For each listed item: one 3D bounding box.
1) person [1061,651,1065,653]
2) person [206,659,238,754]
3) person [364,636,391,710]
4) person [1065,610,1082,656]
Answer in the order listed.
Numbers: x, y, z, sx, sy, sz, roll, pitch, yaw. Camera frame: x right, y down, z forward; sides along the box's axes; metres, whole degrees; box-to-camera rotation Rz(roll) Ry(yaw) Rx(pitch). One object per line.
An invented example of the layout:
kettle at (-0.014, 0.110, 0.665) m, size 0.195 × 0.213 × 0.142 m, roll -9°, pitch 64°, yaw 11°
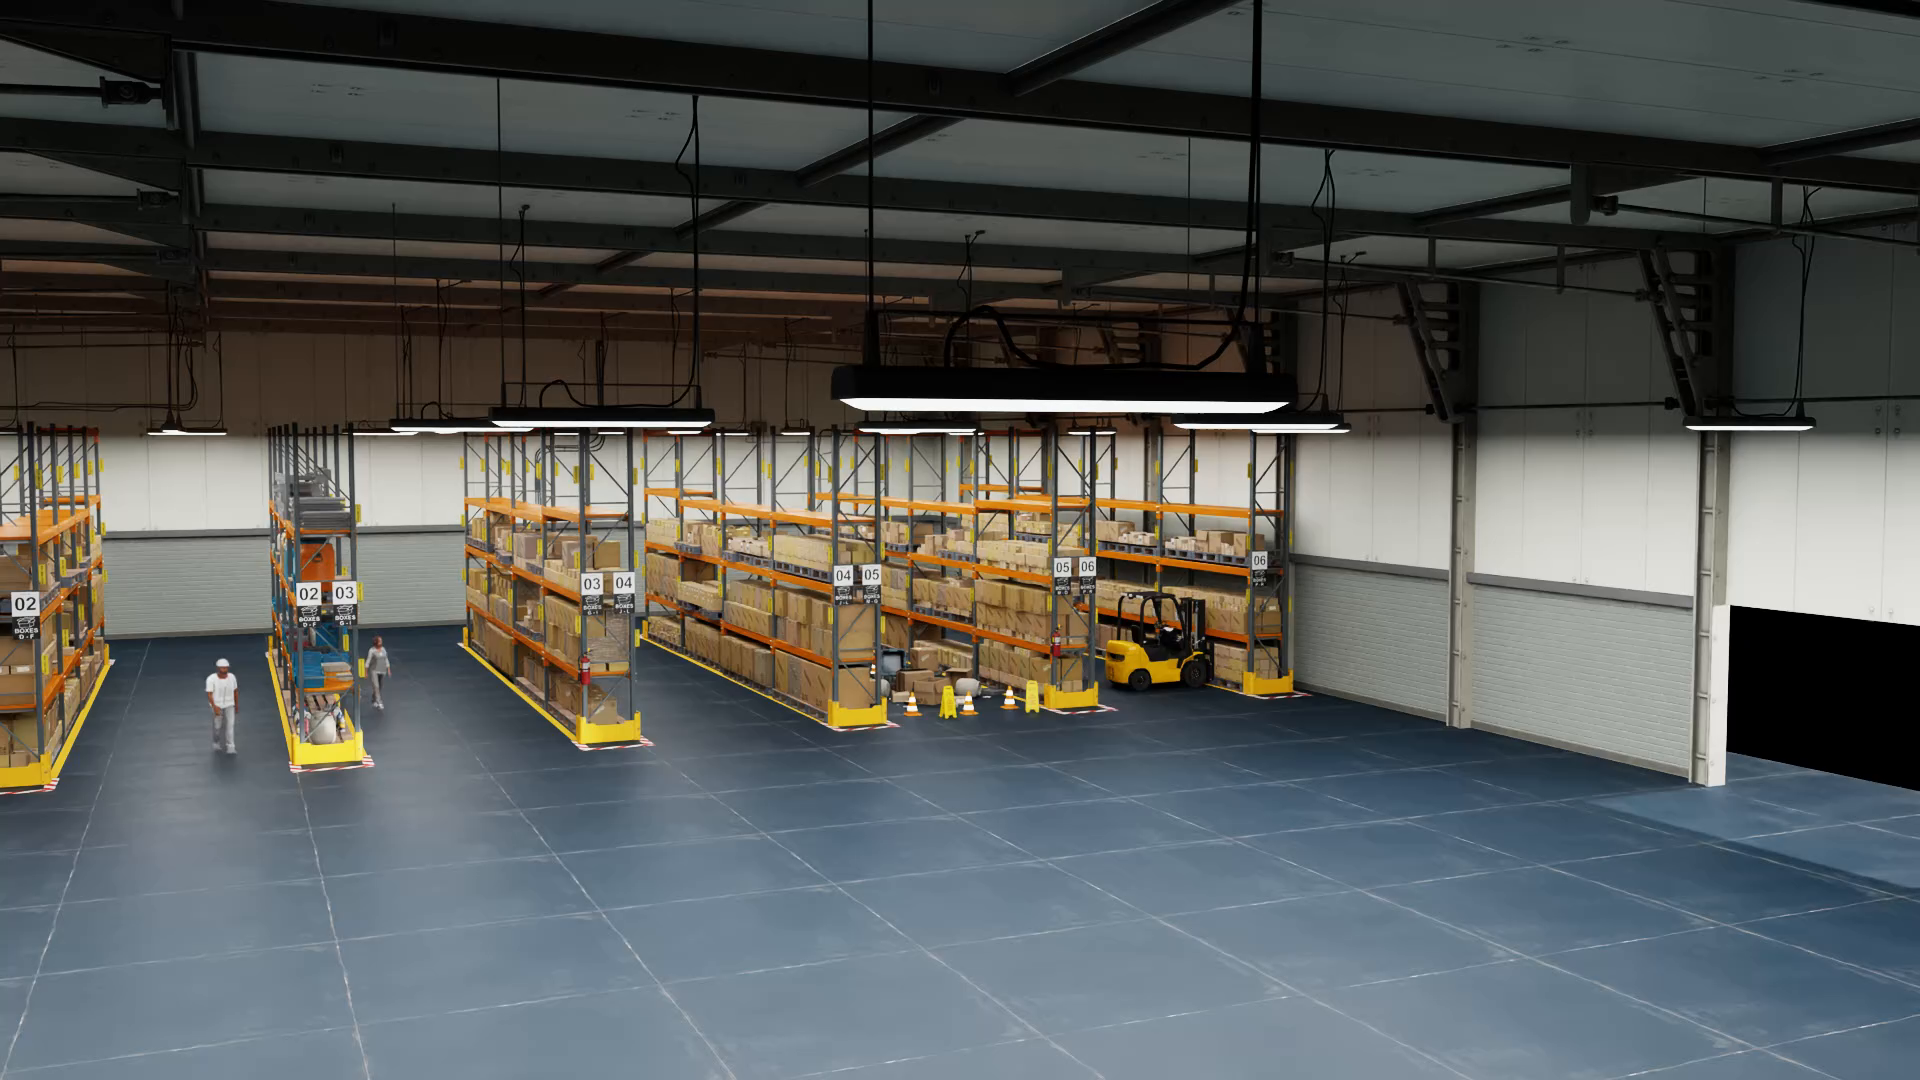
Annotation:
person at (2.647, 2.251, 43.145) m, size 0.400 × 1.688 × 0.514 m, roll 3°, pitch 4°, yaw 37°
person at (-13.352, 3.008, 30.176) m, size 0.584 × 1.701 × 1.023 m, roll -3°, pitch 4°, yaw -38°
person at (-12.224, 2.795, 34.953) m, size 0.982 × 1.524 × 0.477 m, roll 3°, pitch 5°, yaw 44°
person at (2.717, 2.485, 40.041) m, size 0.543 × 1.600 × 0.720 m, roll -1°, pitch 4°, yaw -23°
